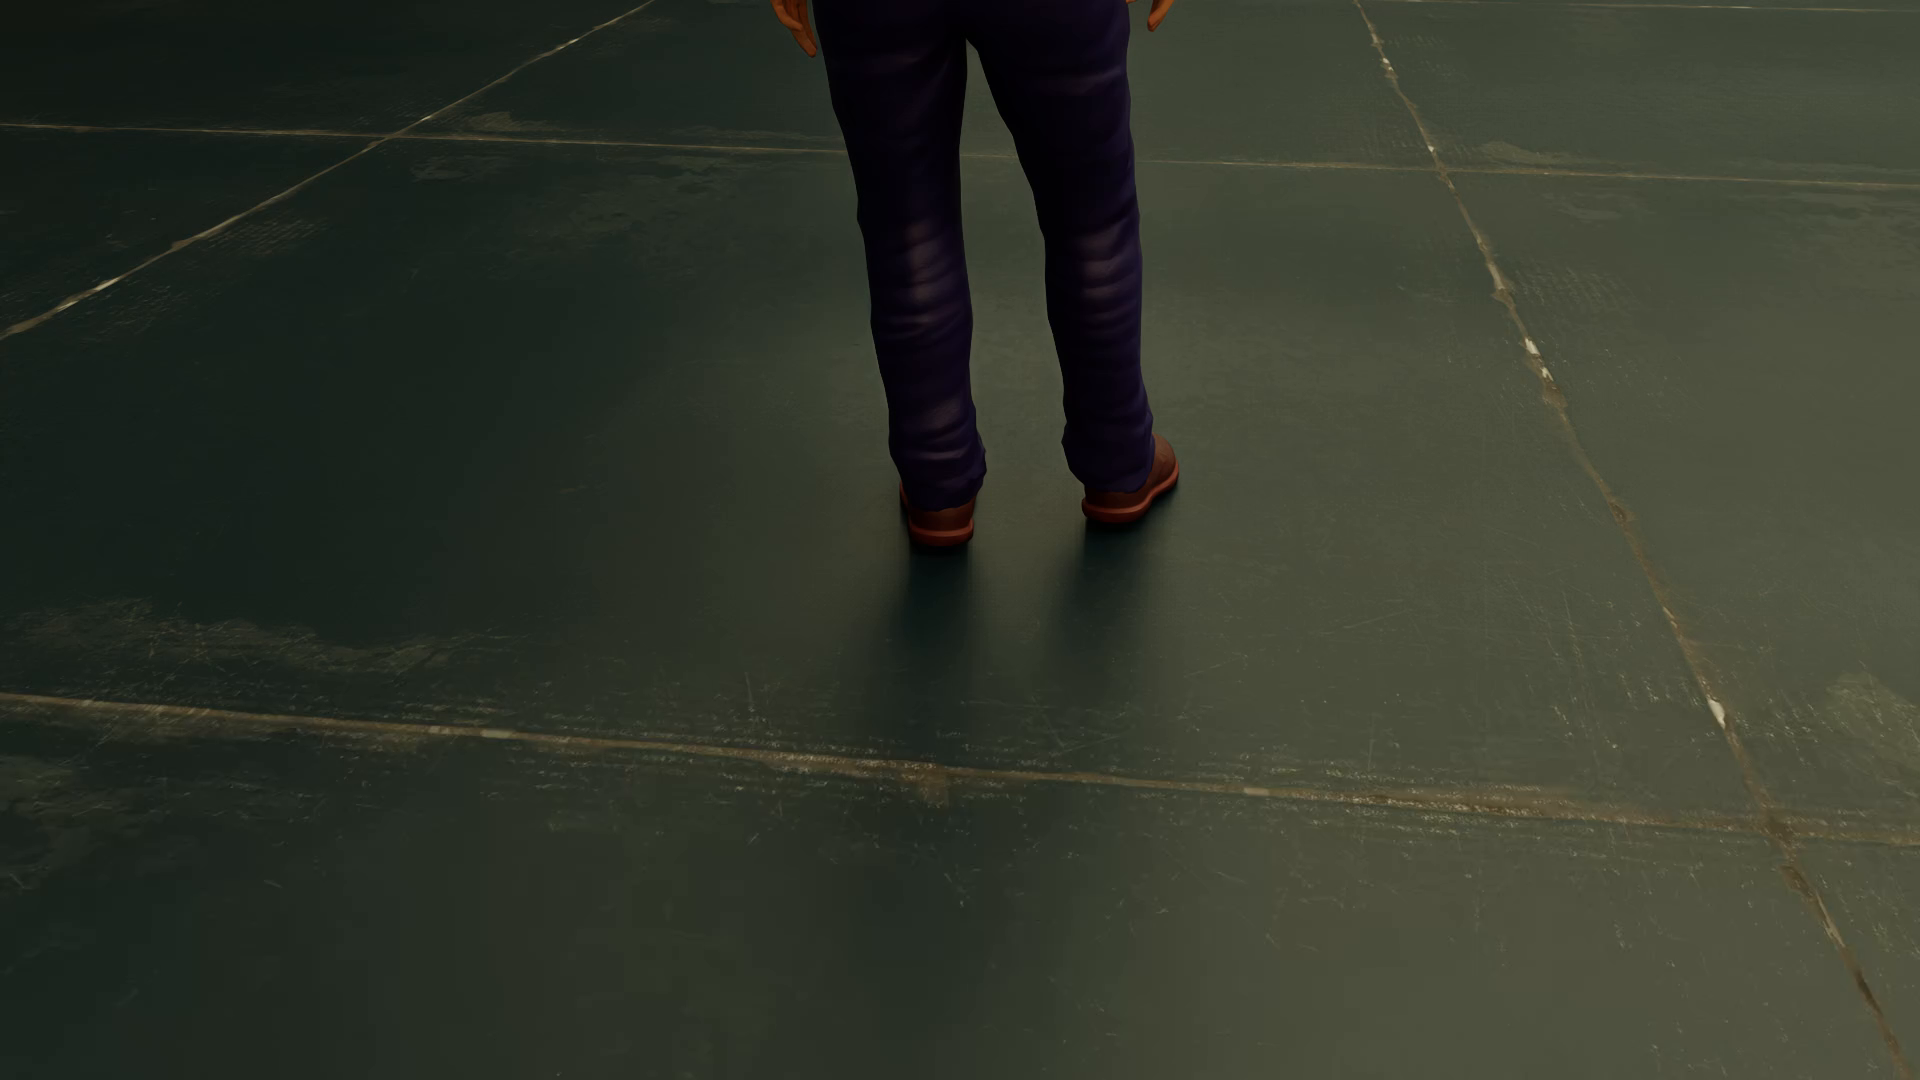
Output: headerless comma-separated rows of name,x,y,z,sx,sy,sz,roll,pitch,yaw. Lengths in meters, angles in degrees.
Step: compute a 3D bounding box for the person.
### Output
person,0.035,-0.782,2.206,0.598,1.651,0.502,3,27,7
